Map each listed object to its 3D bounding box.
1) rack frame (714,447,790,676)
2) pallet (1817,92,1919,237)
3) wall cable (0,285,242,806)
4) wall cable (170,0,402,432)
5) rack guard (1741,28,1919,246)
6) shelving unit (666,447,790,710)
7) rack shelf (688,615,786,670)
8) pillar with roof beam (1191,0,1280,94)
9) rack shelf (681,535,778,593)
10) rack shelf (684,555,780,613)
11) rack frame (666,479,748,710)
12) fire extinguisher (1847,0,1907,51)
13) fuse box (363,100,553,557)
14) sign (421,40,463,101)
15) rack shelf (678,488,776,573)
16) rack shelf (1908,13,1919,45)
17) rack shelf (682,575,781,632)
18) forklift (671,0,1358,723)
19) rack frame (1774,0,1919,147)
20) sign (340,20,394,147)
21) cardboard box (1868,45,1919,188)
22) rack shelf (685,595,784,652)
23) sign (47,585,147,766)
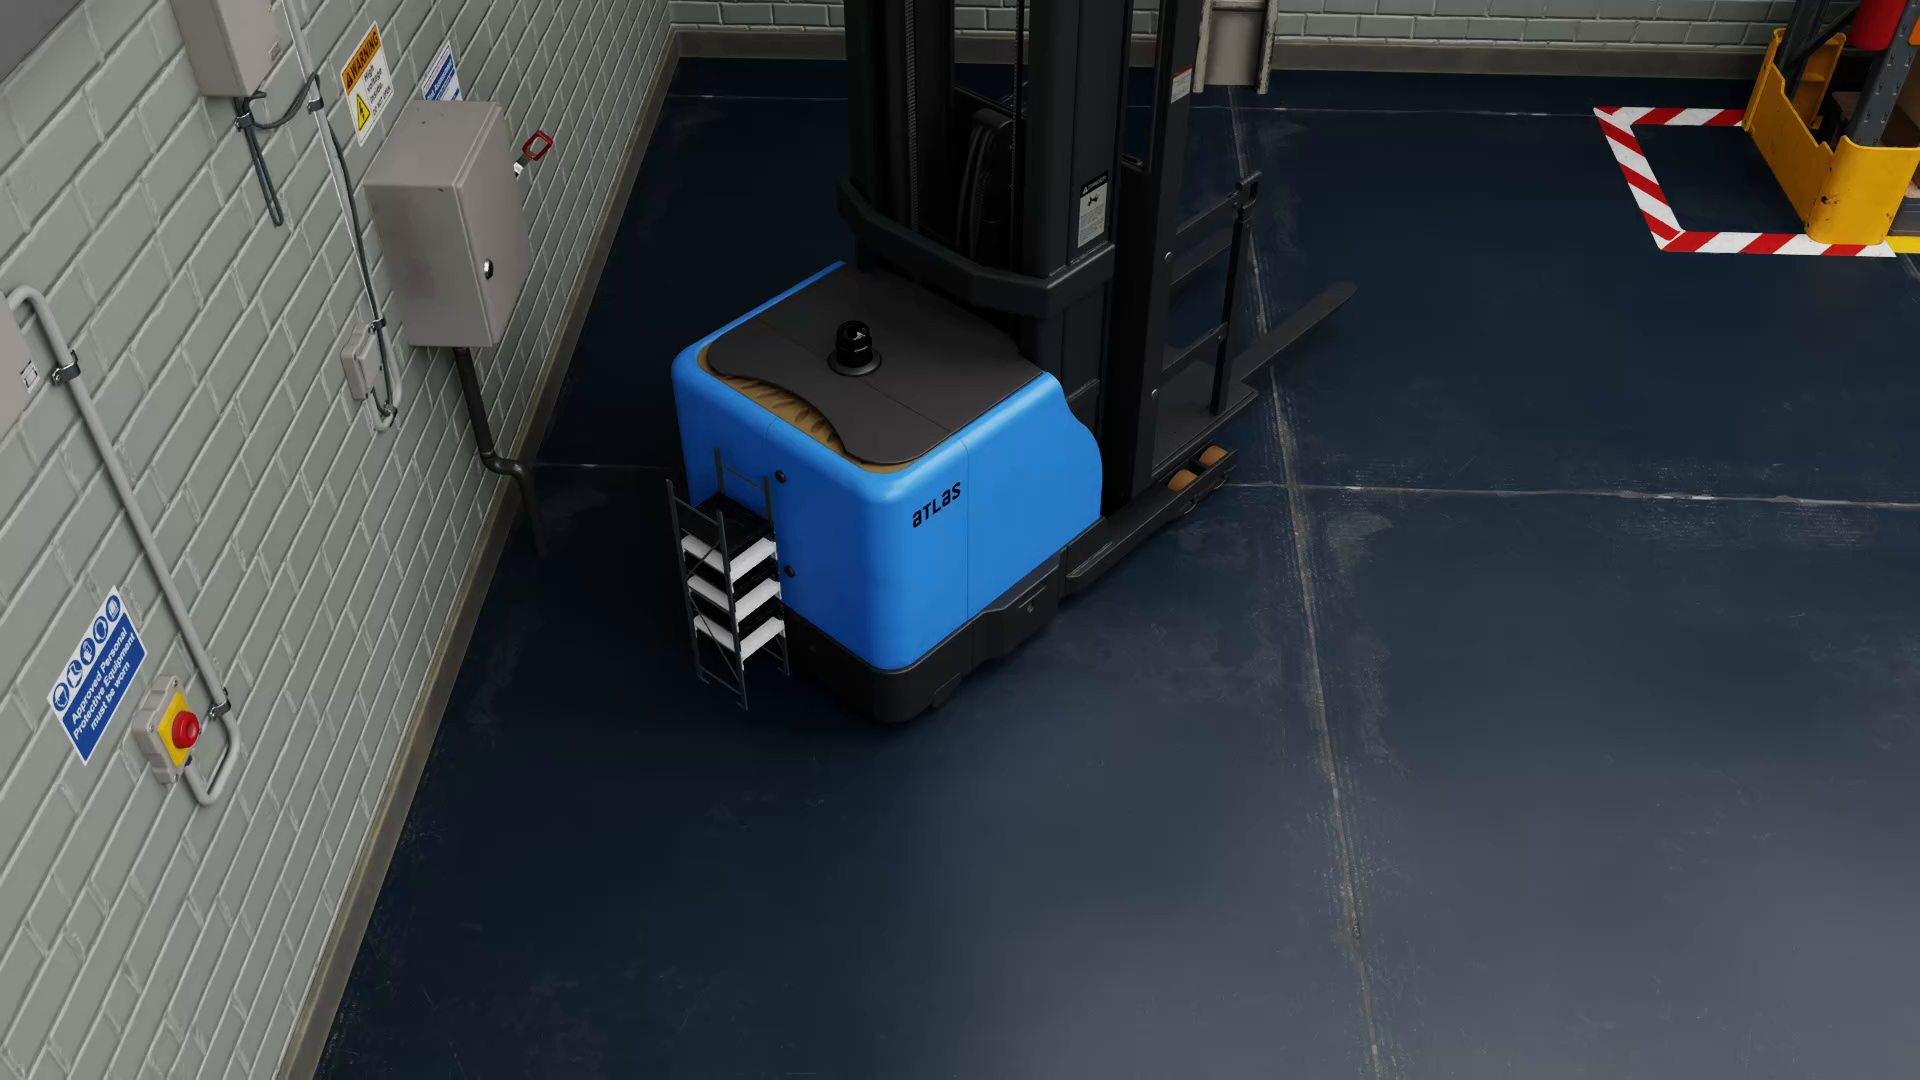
[{"bbox_3d":[-0.683,0.088,5.496,0.240,0.900,0.006,30,50,28],"label":"rack frame"},{"bbox_3d":[4.957,-1.822,8.051,1.213,0.211,1.003,2,43,2],"label":"pallet"},{"bbox_3d":[-1.770,-0.029,3.312,0.123,1.953,0.585,2,43,2],"label":"wall cable"},{"bbox_3d":[-1.717,-0.983,4.360,0.122,1.984,0.588,2,43,2],"label":"wall cable"},{"bbox_3d":[4.160,-1.951,7.978,0.348,0.500,1.175,2,43,2],"label":"rack guard"},{"bbox_3d":[-0.748,0.141,5.439,0.258,0.900,0.210,30,50,28],"label":"shelving unit"},{"bbox_3d":[-0.748,0.297,5.584,0.258,0.077,0.200,30,50,28],"label":"rack shelf"},{"bbox_3d":[1.237,-2.829,2.684,0.400,9.000,9.100,2,43,2],"label":"pillar with roof beam"},{"bbox_3d":[-0.748,0.034,5.339,0.258,0.077,0.200,30,50,28],"label":"rack shelf"},{"bbox_3d":[-0.748,0.099,5.400,0.258,0.077,0.200,30,50,28],"label":"rack shelf"},{"bbox_3d":[-0.813,0.194,5.381,0.240,0.900,0.006,30,50,28],"label":"rack frame"},{"bbox_3d":[3.916,-2.393,6.949,0.183,0.674,0.296,2,43,2],"label":"fire extinguisher"},{"bbox_3d":[-1.529,-0.600,5.639,0.414,1.711,0.539,2,43,2],"label":"fuse box"},{"bbox_3d":[-1.714,-1.379,5.600,0.001,0.494,0.329,2,43,2],"label":"sign"},{"bbox_3d":[-0.748,-0.032,5.277,0.258,0.077,0.200,30,50,28],"label":"rack shelf"},{"bbox_3d":[6.082,-2.544,7.308,4.000,0.370,1.077,2,43,2],"label":"rack shelf"},{"bbox_3d":[-0.748,0.165,5.461,0.258,0.077,0.200,30,50,28],"label":"rack shelf"},{"bbox_3d":[0.425,-1.387,5.588,1.130,2.935,3.031,32,52,30],"label":"forklift"},{"bbox_3d":[4.084,-2.868,7.128,0.127,3.000,1.000,2,43,2],"label":"rack frame"},{"bbox_3d":[-1.739,-1.342,4.884,0.001,0.242,0.339,2,43,2],"label":"sign"},{"bbox_3d":[4.691,-2.025,7.747,0.637,0.503,0.797,0,43,0],"label":"cardboard box"},{"bbox_3d":[-0.748,0.231,5.523,0.258,0.077,0.200,30,50,28],"label":"rack shelf"},{"bbox_3d":[-1.833,0.287,3.543,0.001,0.218,0.327,2,43,2],"label":"sign"}]
